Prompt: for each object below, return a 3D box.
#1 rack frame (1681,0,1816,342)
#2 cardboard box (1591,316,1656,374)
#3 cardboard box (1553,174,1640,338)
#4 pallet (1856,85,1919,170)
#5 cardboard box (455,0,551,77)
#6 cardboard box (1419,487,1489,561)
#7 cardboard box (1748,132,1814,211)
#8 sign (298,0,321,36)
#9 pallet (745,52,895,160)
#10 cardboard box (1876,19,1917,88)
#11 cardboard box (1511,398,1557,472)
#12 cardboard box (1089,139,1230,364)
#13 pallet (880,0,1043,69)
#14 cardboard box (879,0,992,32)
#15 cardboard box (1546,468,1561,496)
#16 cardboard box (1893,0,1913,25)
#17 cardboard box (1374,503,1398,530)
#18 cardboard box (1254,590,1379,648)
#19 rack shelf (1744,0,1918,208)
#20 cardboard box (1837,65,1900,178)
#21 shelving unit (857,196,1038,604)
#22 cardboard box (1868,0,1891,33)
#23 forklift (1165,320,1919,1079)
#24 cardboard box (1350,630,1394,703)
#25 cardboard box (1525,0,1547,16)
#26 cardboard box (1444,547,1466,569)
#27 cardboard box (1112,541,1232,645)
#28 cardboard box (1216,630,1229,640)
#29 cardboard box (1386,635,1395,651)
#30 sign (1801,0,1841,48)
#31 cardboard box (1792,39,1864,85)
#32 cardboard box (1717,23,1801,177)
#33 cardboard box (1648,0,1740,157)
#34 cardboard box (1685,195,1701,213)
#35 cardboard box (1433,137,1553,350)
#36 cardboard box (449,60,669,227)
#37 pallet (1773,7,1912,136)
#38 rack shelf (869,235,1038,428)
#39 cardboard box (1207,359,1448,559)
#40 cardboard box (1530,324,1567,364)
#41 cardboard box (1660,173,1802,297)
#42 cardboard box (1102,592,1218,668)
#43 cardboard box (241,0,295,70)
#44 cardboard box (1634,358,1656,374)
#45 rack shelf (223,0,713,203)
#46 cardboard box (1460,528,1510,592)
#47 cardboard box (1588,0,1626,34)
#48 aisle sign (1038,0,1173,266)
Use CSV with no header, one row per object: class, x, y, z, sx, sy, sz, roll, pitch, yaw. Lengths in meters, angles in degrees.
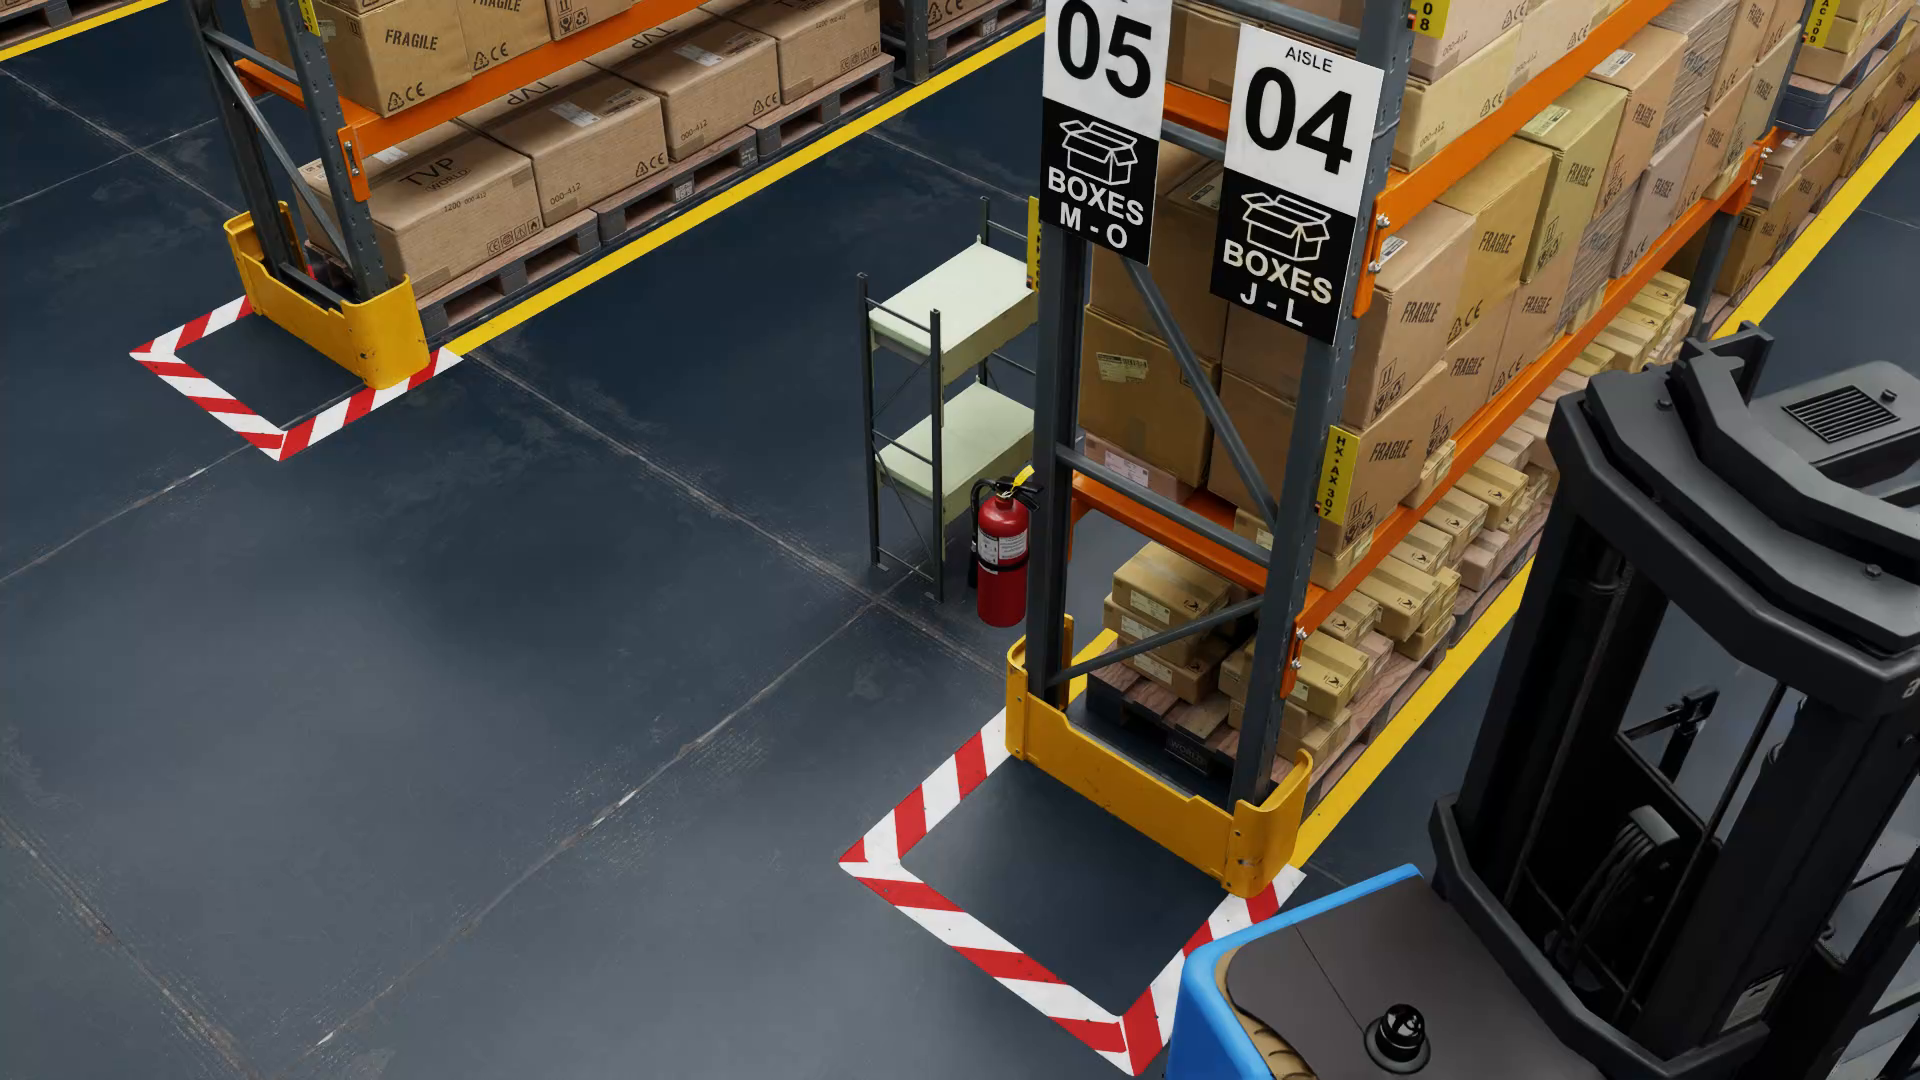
rack frame,3.233,-2.157,7.575,1.000,3.000,0.127,29,50,28
cardboard box,2.915,-0.902,7.560,0.380,0.149,0.250,29,50,28
cardboard box,2.133,-1.155,6.177,0.500,0.500,0.500,28,49,27
pallet,5.304,-2.784,10.337,1.003,0.211,1.213,29,50,28
cardboard box,-2.362,-2.621,8.011,0.500,0.500,0.500,29,50,28
cardboard box,1.884,-0.112,6.690,0.380,0.149,0.250,32,51,30
cardboard box,3.911,-1.932,8.315,0.500,0.250,0.500,27,49,27
sign,-2.774,-2.295,7.024,0.100,0.325,0.005,29,50,28
pallet,-1.170,-2.859,10.420,1.003,0.211,1.213,29,50,28
cardboard box,4.912,-2.740,9.204,0.500,0.250,0.500,31,50,29
cardboard box,2.420,-0.479,7.094,0.380,0.149,0.250,28,49,27
cardboard box,0.763,-0.958,5.218,0.500,0.500,0.500,28,49,28
pallet,-0.181,-3.647,11.286,1.003,0.211,1.213,29,50,28
cardboard box,-0.283,-3.972,10.838,0.875,0.875,0.875,31,51,30
cardboard box,2.576,-0.376,7.423,0.380,0.149,0.250,29,50,28
cardboard box,4.339,-2.625,7.964,0.380,0.149,0.250,30,50,29
cardboard box,1.251,-0.179,5.586,0.380,0.149,0.250,31,51,30
cardboard box,1.342,0.265,6.276,0.380,0.149,0.250,30,50,29
rack shelf,4.521,-2.921,8.950,1.077,0.370,4.000,29,50,28
cardboard box,4.919,-2.451,9.444,0.500,0.500,0.500,27,49,27
shelving unit,0.004,-0.558,6.932,0.431,1.500,0.755,29,50,28
cardboard box,4.004,-2.468,7.570,0.380,0.149,0.250,29,49,28
forklift,2.161,0.748,4.431,3.031,2.935,1.130,-17,45,-17
cardboard box,1.412,0.416,6.331,0.380,0.149,0.250,29,50,28
cardboard box,1.476,-1.720,4.604,0.500,0.250,0.500,29,50,28
cardboard box,1.848,-0.011,6.800,0.380,0.149,0.250,27,49,27
cardboard box,0.806,0.199,6.348,0.380,0.149,0.250,30,50,29
cardboard box,0.926,0.264,6.719,0.380,0.149,0.250,31,51,30
cardboard box,1.502,0.369,6.603,0.380,0.149,0.250,30,50,29
sign,3.654,-2.247,7.030,0.100,0.325,0.005,29,50,28
cardboard box,3.839,-2.224,7.523,0.380,0.149,0.250,27,49,27
cardboard box,3.138,-1.933,7.033,0.500,0.500,0.500,30,50,28
cardboard box,2.469,-1.789,6.132,0.500,0.500,0.500,31,51,29
cardboard box,2.929,-1.524,7.066,0.380,0.149,0.250,32,51,30
cardboard box,1.471,-0.994,5.257,0.500,0.500,0.500,31,51,30
cardboard box,-2.264,-2.254,9.274,0.875,0.438,0.875,31,51,29
pallet,3.837,-2.417,8.003,1.003,0.211,1.213,29,50,28
rack shelf,0.004,-0.847,6.669,0.431,0.370,0.720,29,50,28
cardboard box,1.159,-0.356,5.299,0.500,0.500,0.500,32,51,30
cardboard box,2.083,-0.855,6.330,0.380,0.149,0.250,31,51,30
cardboard box,3.912,-1.654,8.567,0.500,0.500,0.500,31,51,30
cardboard box,0.780,0.296,6.463,0.380,0.149,0.250,28,49,27
cardboard box,-3.087,-2.589,7.975,0.500,0.500,0.500,30,50,29
cardboard box,2.950,-0.778,7.644,0.380,0.149,0.250,28,49,27
rack shelf,-1.907,-2.953,8.985,1.077,0.370,4.000,29,50,28
cardboard box,2.068,0.022,6.985,0.380,0.149,0.250,27,49,27
cardboard box,1.808,-1.813,5.078,0.500,0.250,0.500,28,49,27
aisle sign,0.382,-1.152,4.537,0.394,0.787,0.004,29,50,28
